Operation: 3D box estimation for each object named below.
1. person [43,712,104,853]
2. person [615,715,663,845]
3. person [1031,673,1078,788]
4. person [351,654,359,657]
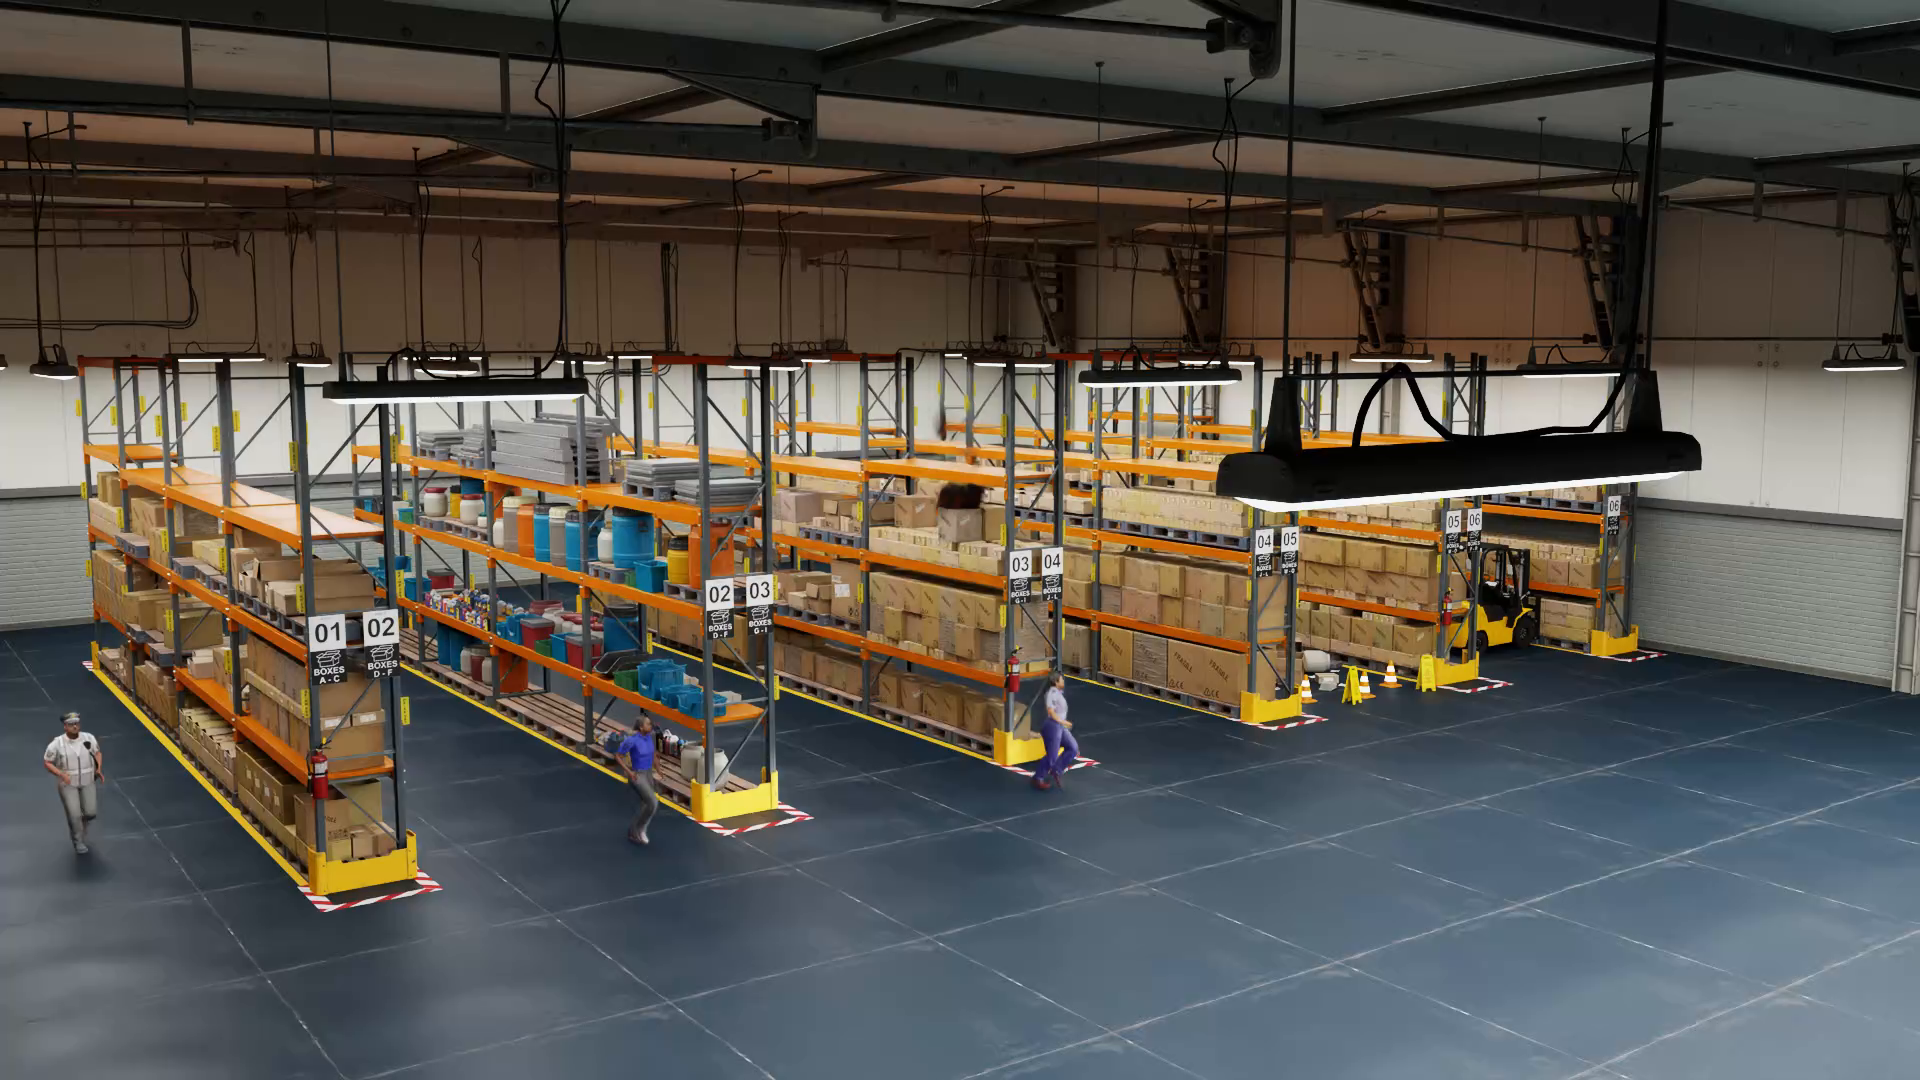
[{"bbox_3d":[-10.971,2.985,20.626,0.665,1.746,0.603,-6,9,-42],"label":"person"},{"bbox_3d":[-3.956,3.003,20.835,0.581,1.621,0.594,3,8,26],"label":"person"},{"bbox_3d":[1.361,2.693,23.584,0.622,1.627,0.678,2,7,14],"label":"person"},{"bbox_3d":[-11.337,1.778,31.032,0.508,1.593,0.663,-6,9,-39],"label":"person"}]
